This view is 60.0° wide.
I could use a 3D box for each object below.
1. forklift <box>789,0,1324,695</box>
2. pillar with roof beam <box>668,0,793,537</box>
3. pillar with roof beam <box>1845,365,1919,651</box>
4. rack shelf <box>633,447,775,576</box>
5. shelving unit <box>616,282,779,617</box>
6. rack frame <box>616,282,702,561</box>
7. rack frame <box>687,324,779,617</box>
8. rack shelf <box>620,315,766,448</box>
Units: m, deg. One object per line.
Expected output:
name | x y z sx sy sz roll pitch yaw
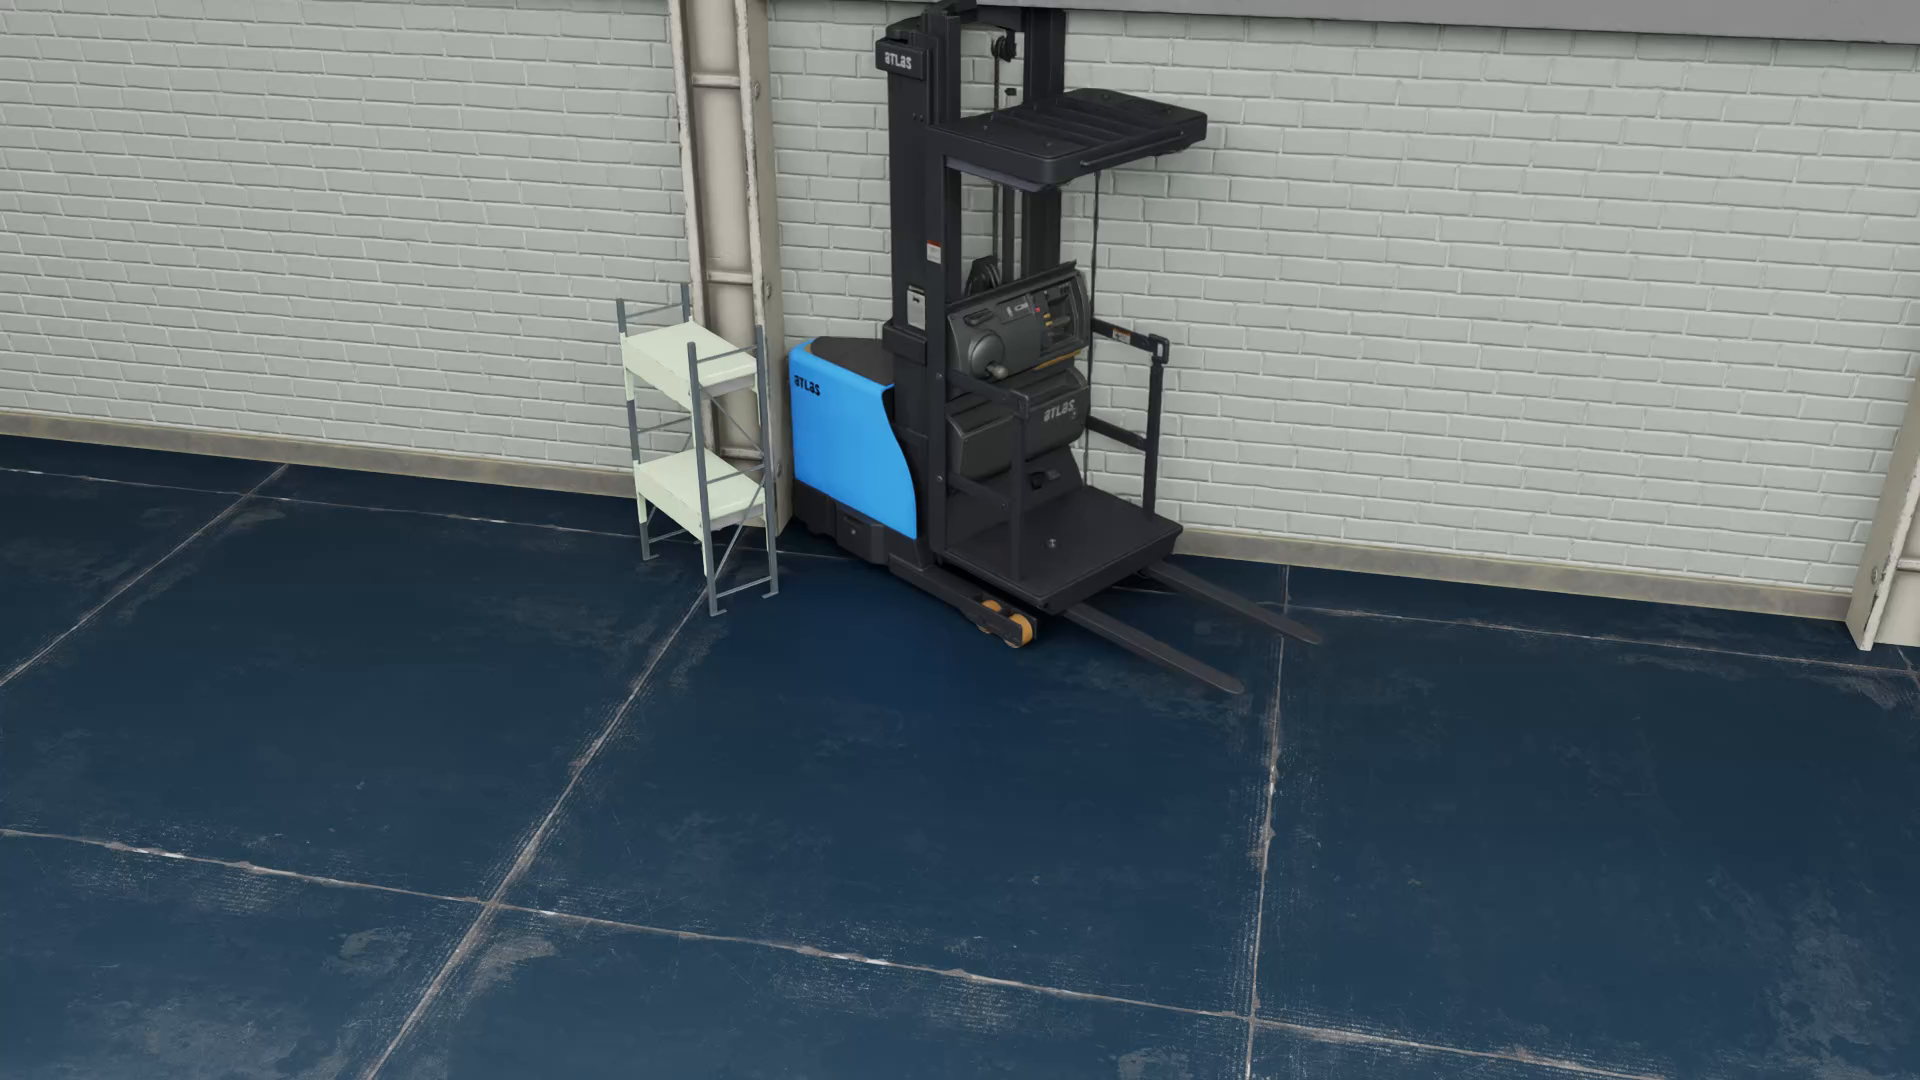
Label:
forklift | 0.447 -1.028 8.075 1.130 2.935 3.031 -25 37 -37
pillar with roof beam | -2.077 -2.036 3.598 0.400 9.000 9.100 6 29 11
pillar with roof beam | 3.791 -1.434 2.499 0.400 9.000 9.100 6 29 11
rack shelf | -1.340 -0.178 8.692 0.431 0.370 0.720 -20 34 -32
shelving unit | -1.340 -0.464 8.535 0.431 1.500 0.755 -20 34 -32
rack frame | -1.560 -0.604 8.792 0.400 1.500 0.023 -20 34 -32
rack frame | -1.119 -0.324 8.279 0.400 1.500 0.023 -20 34 -32
rack shelf | -1.340 -0.806 8.348 0.431 0.370 0.720 -20 34 -32
